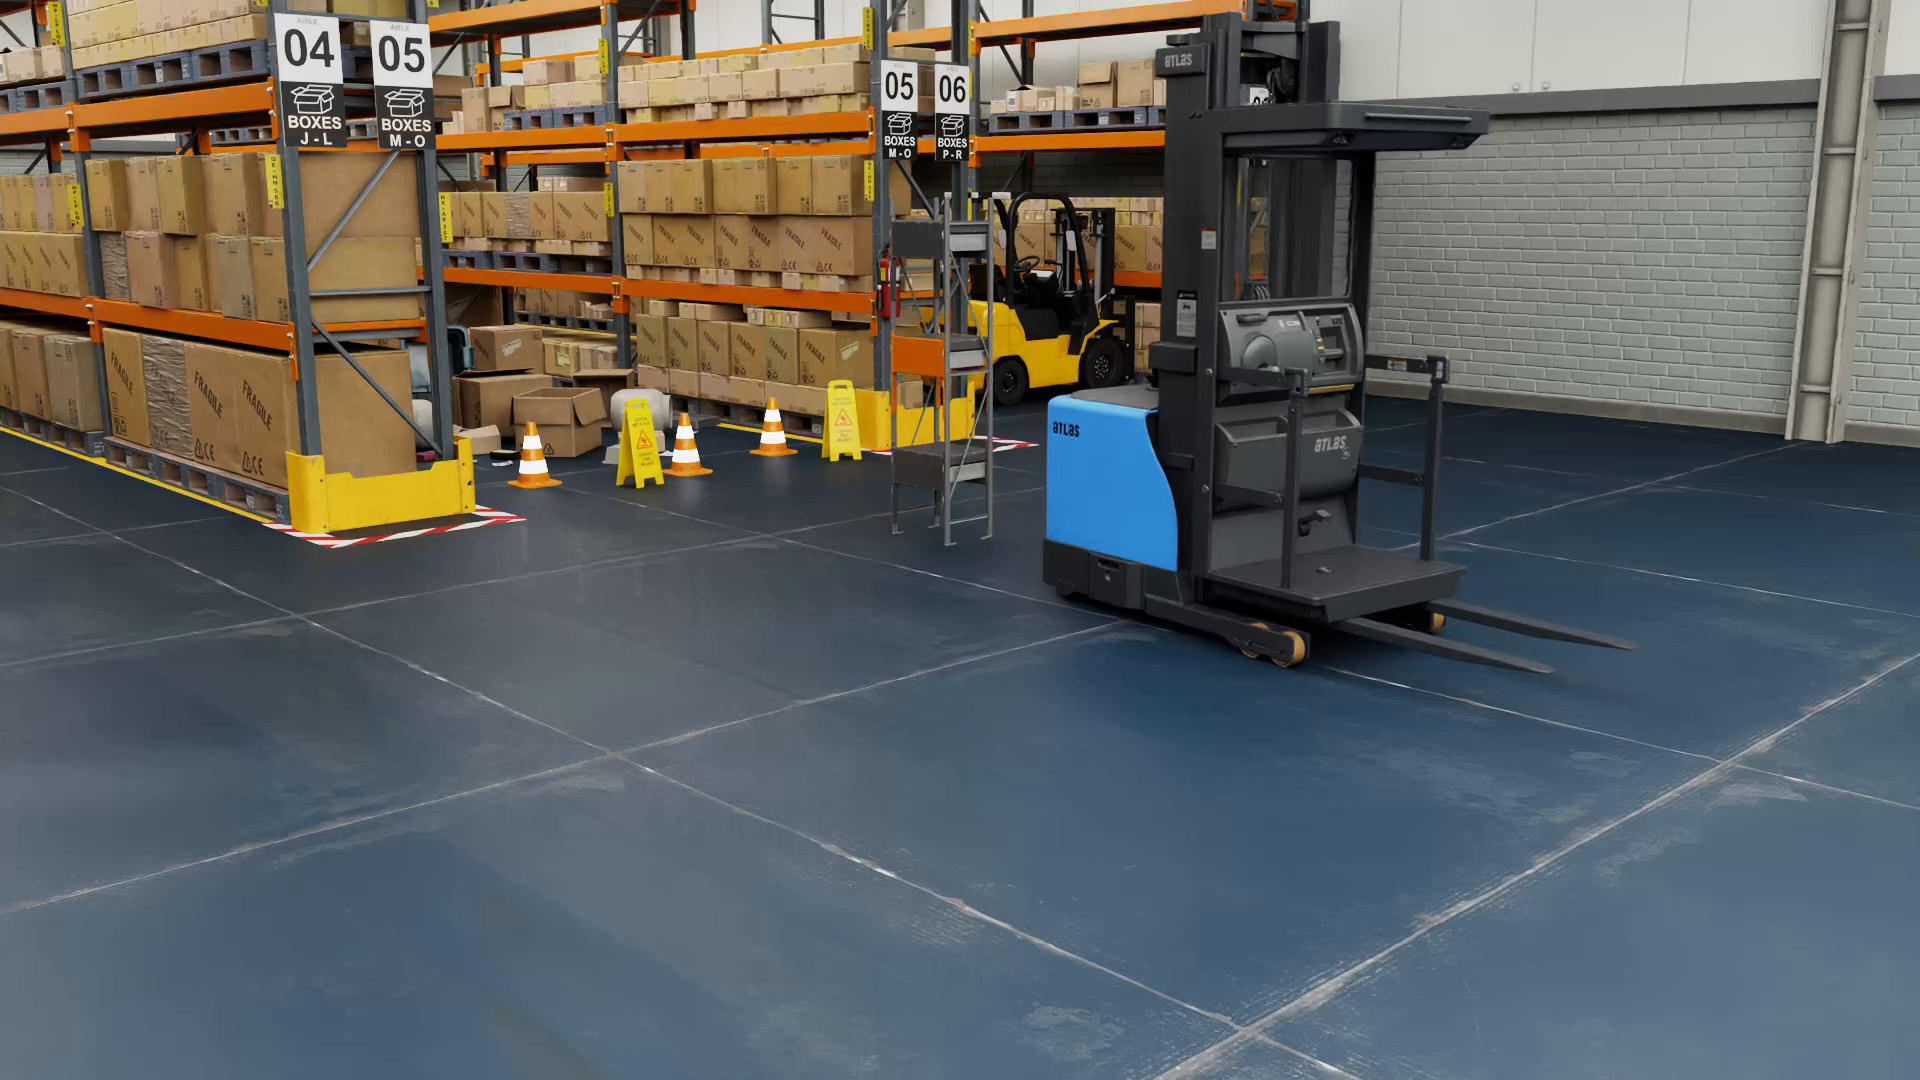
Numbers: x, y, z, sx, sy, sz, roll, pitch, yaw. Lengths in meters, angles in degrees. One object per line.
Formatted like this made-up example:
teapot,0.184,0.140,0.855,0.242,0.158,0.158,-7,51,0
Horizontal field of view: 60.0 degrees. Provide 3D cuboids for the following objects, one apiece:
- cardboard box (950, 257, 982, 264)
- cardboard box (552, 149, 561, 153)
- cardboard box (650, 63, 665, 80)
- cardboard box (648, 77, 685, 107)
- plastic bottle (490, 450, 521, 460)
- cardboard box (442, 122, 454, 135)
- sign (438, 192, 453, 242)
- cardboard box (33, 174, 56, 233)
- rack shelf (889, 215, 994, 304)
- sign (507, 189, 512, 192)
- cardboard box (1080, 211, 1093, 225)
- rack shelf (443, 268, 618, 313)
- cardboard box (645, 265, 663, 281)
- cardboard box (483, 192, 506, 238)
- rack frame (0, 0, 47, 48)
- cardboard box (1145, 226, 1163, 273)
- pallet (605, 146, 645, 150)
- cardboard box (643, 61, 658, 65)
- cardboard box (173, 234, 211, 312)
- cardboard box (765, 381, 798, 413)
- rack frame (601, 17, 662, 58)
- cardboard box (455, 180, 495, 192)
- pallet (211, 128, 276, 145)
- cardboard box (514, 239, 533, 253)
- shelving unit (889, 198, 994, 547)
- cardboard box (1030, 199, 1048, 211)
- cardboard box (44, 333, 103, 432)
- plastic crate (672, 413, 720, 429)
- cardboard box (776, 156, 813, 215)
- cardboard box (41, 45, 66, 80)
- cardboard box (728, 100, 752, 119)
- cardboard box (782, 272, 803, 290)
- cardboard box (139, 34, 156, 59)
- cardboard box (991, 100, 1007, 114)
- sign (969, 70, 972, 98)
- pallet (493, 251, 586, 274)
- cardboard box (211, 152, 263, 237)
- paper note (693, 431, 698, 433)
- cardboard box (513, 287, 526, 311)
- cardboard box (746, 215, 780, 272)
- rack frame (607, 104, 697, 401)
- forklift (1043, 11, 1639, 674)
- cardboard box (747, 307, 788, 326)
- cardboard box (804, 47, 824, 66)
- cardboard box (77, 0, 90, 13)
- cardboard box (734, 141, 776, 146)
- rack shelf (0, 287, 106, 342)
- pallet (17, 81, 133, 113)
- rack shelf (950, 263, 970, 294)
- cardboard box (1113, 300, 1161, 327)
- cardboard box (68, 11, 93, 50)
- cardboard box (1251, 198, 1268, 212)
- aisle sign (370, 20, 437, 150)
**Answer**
cardboard box,-0.044,-3.556,20.610,0.500,0.250,0.500,-10,16,-41
cardboard box,-6.348,-6.310,26.792,0.380,0.149,0.250,-11,16,-42
cardboard box,-2.736,-4.472,15.896,0.250,0.149,0.380,11,16,43
cardboard box,-2.625,-4.265,15.882,0.500,0.250,0.500,-11,16,-43
plastic bottle,-3.762,-0.700,13.657,0.283,0.061,0.133,6,13,26
cardboard box,-5.762,-4.760,19.273,0.380,0.149,0.250,-11,16,-43
sign,-3.437,-2.151,11.078,0.100,0.325,0.005,-11,16,-43
cardboard box,-7.657,-2.955,14.593,0.700,0.500,0.500,-11,16,-42
rack shelf,-0.114,-1.725,10.178,0.431,0.518,0.480,-11,16,-43
sign,-5.471,-4.089,20.153,0.100,0.325,0.005,-11,16,-43
cardboard box,1.577,-3.648,18.827,0.380,0.149,0.250,-11,16,-44
rack shelf,-4.475,-2.840,18.544,1.077,0.370,4.000,-11,16,-43
cardboard box,-2.897,-2.657,16.496,0.380,0.149,0.250,-10,15,-41
cardboard box,-4.977,-3.635,18.595,0.500,0.500,0.500,-11,16,-42
rack frame,-9.367,-5.718,15.864,1.000,3.000,0.127,-11,16,-43
cardboard box,2.374,-3.170,18.116,0.500,0.500,0.500,-10,15,-41
pallet,-4.632,-6.032,25.289,1.213,0.211,1.003,-11,16,-43
cardboard box,-3.559,-4.959,17.706,0.500,0.250,0.500,-11,16,-44
cardboard box,-5.219,-1.981,12.223,0.875,0.550,0.500,-11,16,-43
cardboard box,-1.437,-1.333,15.220,0.500,0.250,0.500,-11,16,-42
rack frame,-5.031,-7.698,25.477,1.000,3.000,0.127,-11,16,-43
cardboard box,-6.020,-4.129,20.292,0.500,0.500,0.500,11,16,43
pallet,-10.015,-5.792,23.879,1.003,0.211,1.213,-11,16,-43
cardboard box,-4.686,-3.251,18.338,0.380,0.149,0.250,-10,15,-41
shelving unit,-0.114,-1.053,10.317,0.431,2.100,0.503,-11,16,-43
cardboard box,1.031,-3.904,19.332,0.380,0.149,0.250,-10,16,-41
cardboard box,-7.098,-1.378,14.199,1.050,0.750,0.750,-11,16,-43
plastic crate,-2.603,-1.127,15.683,0.583,0.080,0.402,6,13,26
cardboard box,-1.187,-3.120,14.658,0.700,0.500,0.500,-11,16,-42
cardboard box,-7.208,-3.927,13.688,0.500,0.250,0.500,-11,16,-42
cardboard box,-1.873,-3.894,15.066,0.380,0.149,0.250,-11,16,-43
cardboard box,-1.361,-2.313,14.830,0.380,0.149,0.250,-11,16,-42
cardboard box,-5.549,-3.474,11.740,0.380,0.149,0.250,-11,16,-42
cardboard box,0.583,-5.085,19.562,0.380,0.149,0.250,-10,16,-41
sign,0.107,-5.392,19.655,0.100,0.325,0.005,-11,16,-43
pallet,-4.460,-3.107,18.533,1.003,0.211,1.213,-11,16,-43
cardboard box,-4.517,-2.341,11.294,0.875,0.550,0.550,-11,16,-43
paper note,-2.472,-0.983,15.107,0.148,0.019,0.142,6,13,26
cardboard box,-7.440,-4.224,28.628,0.637,0.503,0.797,11,16,43
cardboard box,-1.591,-2.699,15.094,0.500,0.500,0.500,-11,16,-43
rack frame,-3.094,-2.900,17.055,1.000,3.000,0.127,-11,16,-43
forklift,1.730,-0.967,7.839,1.130,2.935,3.031,-9,14,-36
cardboard box,-1.728,-2.061,15.289,0.380,0.149,0.250,-10,15,-40
cardboard box,-1.119,-4.139,14.281,0.380,0.149,0.250,-11,16,-43
cardboard box,-6.422,-4.049,12.557,0.380,0.149,0.250,-11,16,-43
cardboard box,-2.799,-5.613,23.160,0.500,0.250,0.500,11,16,43
rack shelf,-7.986,-2.135,15.125,1.077,0.370,4.000,-11,16,-43
pallet,-7.273,-3.698,13.968,1.217,0.209,0.805,11,16,43
rack shelf,-0.888,-3.532,21.904,1.077,0.370,4.000,-11,16,-43
cardboard box,1.999,-2.527,18.539,0.500,0.250,0.500,-11,16,-42
cardboard box,-6.469,-3.881,12.730,0.500,0.250,0.500,-11,16,-42
cardboard box,3.178,-3.600,17.858,0.380,0.149,0.250,-11,16,-44
aisle sign,-3.576,-2.917,10.692,0.394,0.787,0.004,-11,16,-43
